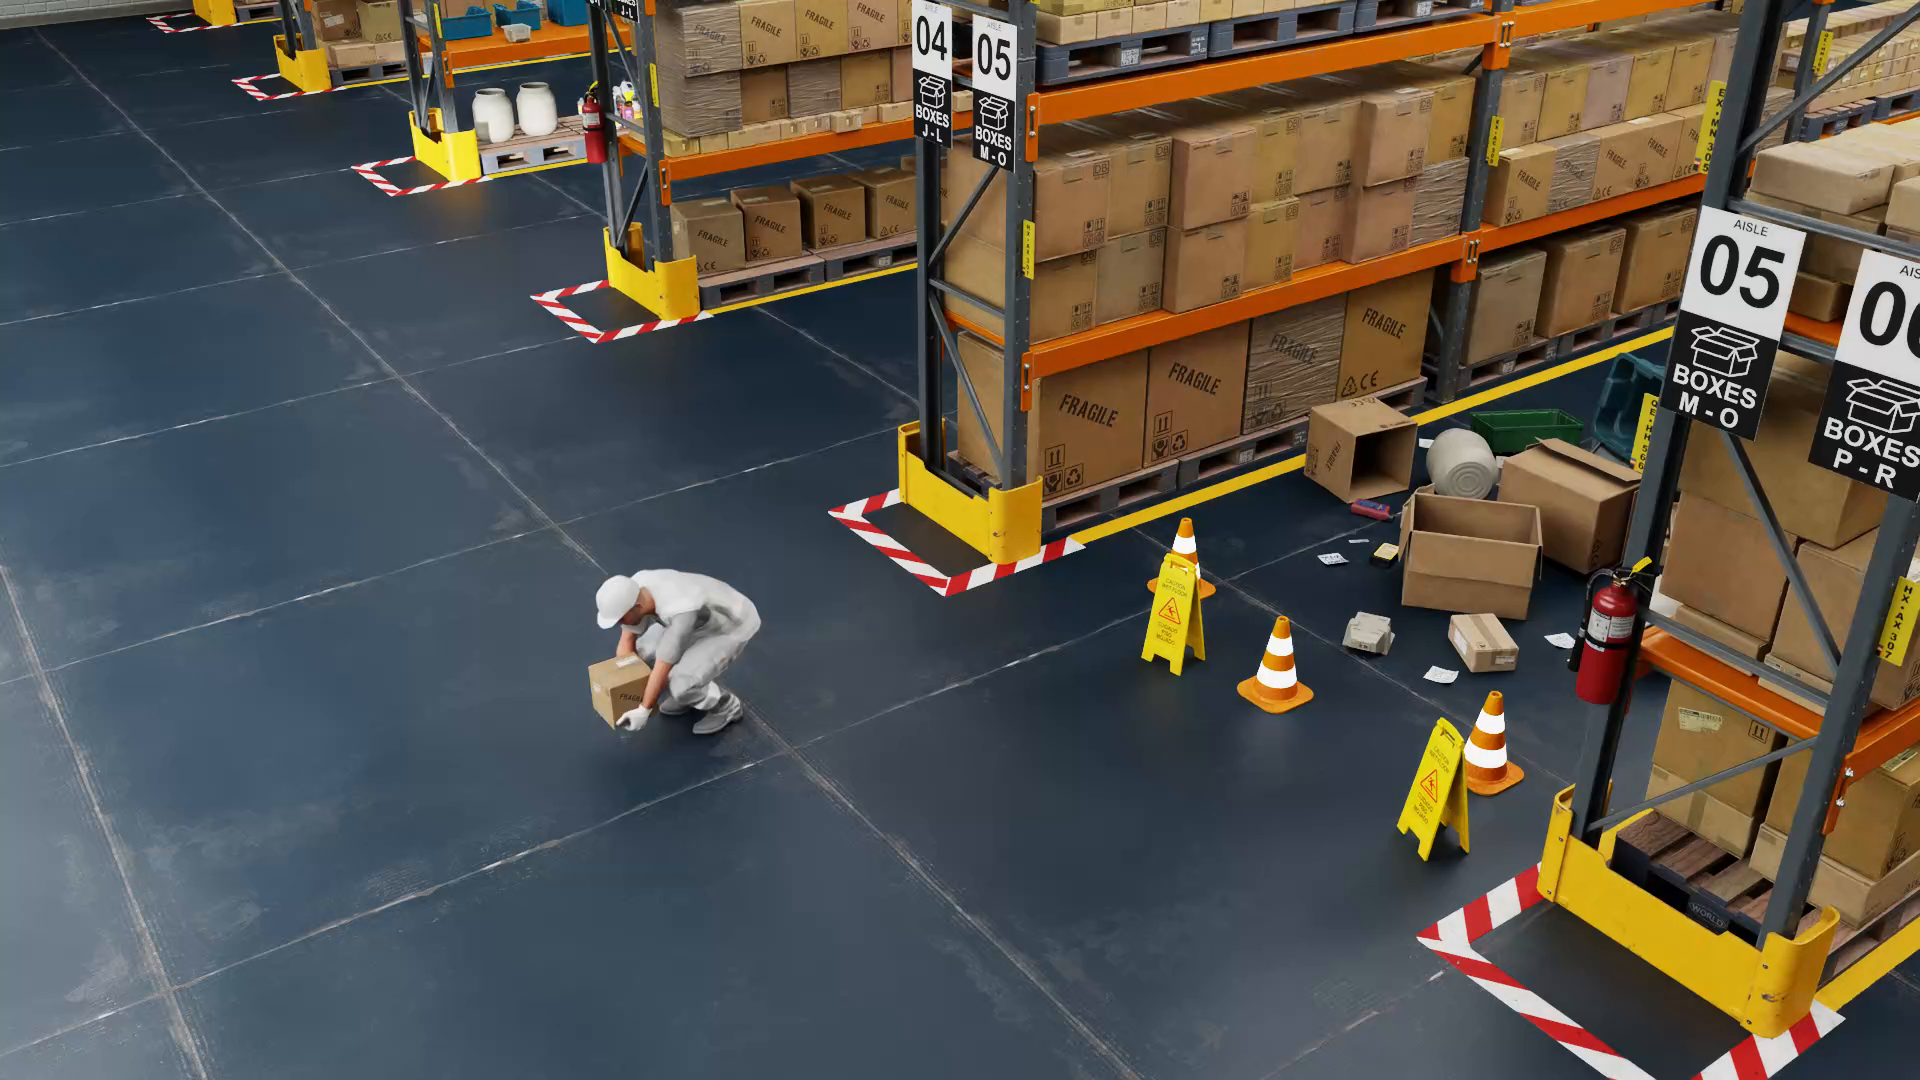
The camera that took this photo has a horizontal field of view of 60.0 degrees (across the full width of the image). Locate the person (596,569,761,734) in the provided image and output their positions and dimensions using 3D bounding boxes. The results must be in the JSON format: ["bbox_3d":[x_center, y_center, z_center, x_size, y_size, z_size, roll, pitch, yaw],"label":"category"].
[{"bbox_3d":[-1.433,0.519,8.470,0.875,1.004,0.540,-20,34,-32],"label":"person"}]
